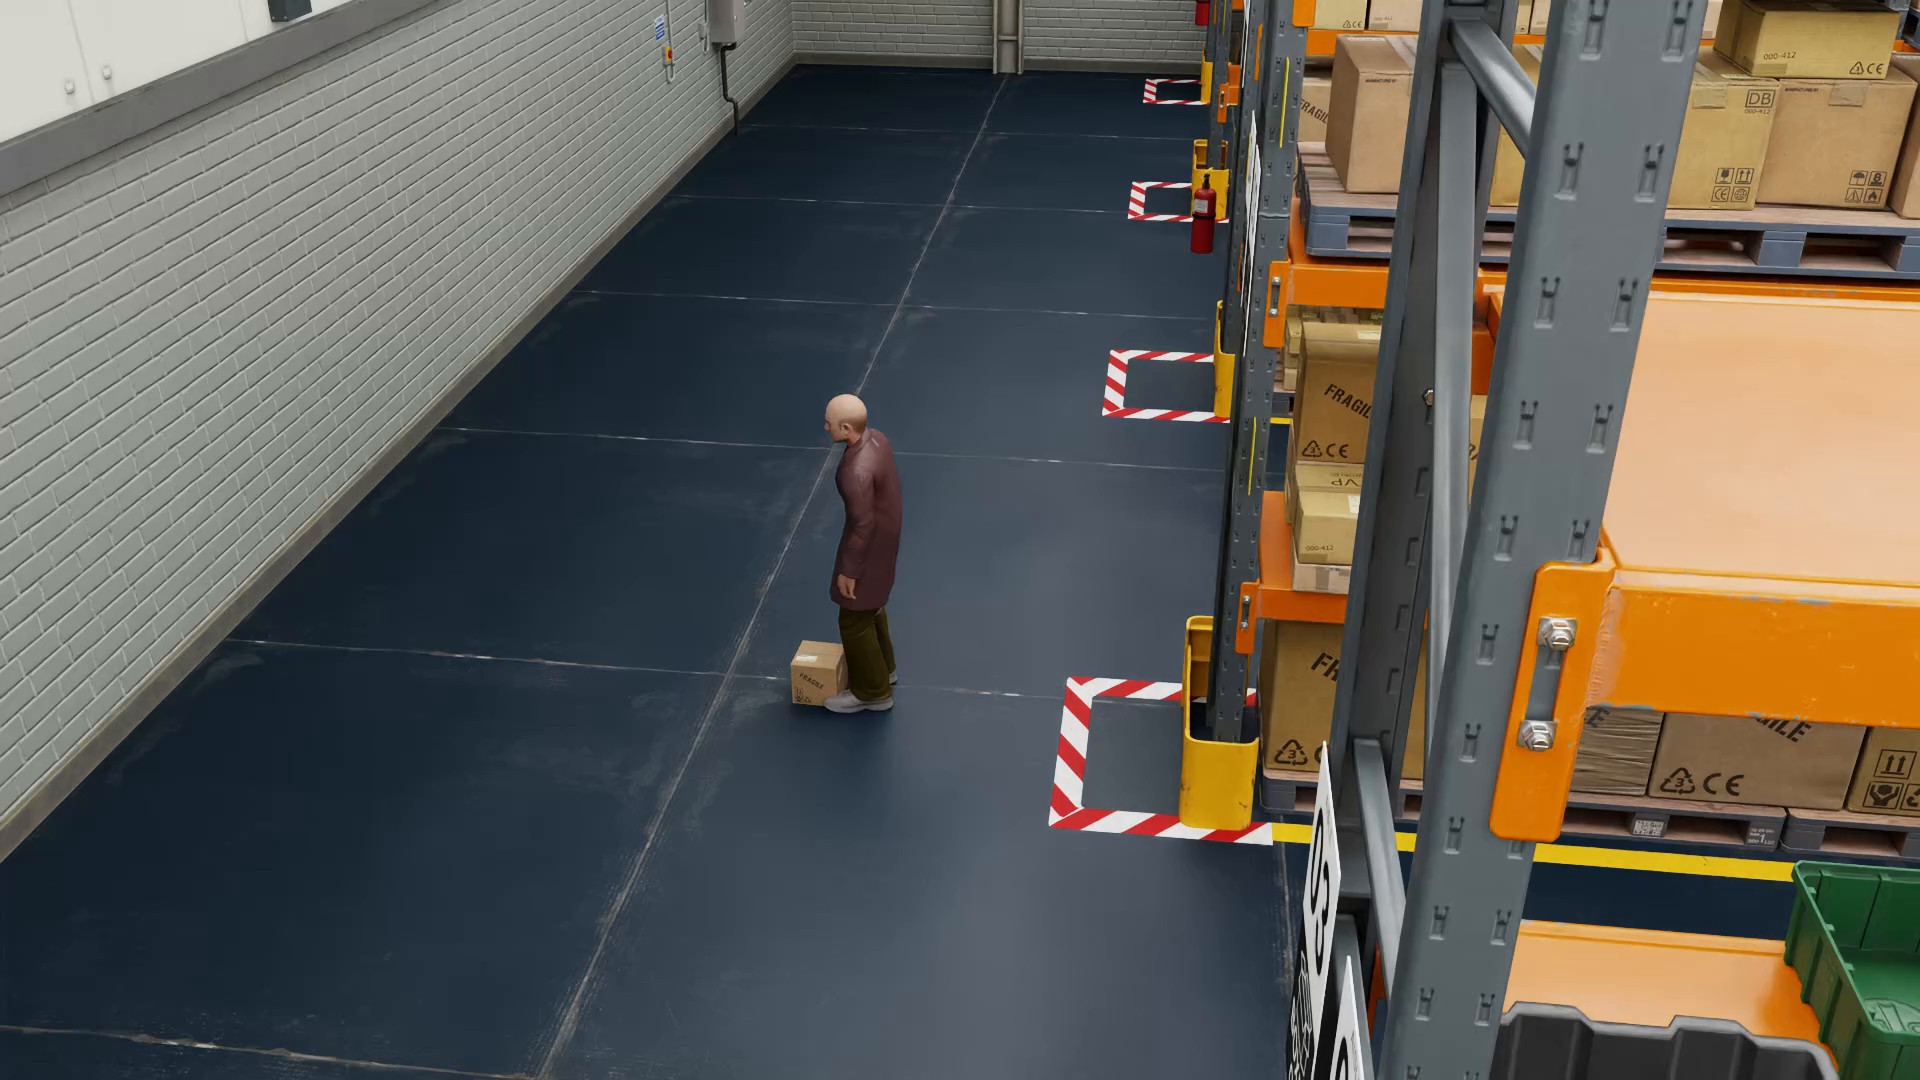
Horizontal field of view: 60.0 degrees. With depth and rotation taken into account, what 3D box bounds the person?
[{"bbox_3d":[-0.512,0.061,8.645,0.428,1.773,0.641,3,28,6],"label":"person"}]
